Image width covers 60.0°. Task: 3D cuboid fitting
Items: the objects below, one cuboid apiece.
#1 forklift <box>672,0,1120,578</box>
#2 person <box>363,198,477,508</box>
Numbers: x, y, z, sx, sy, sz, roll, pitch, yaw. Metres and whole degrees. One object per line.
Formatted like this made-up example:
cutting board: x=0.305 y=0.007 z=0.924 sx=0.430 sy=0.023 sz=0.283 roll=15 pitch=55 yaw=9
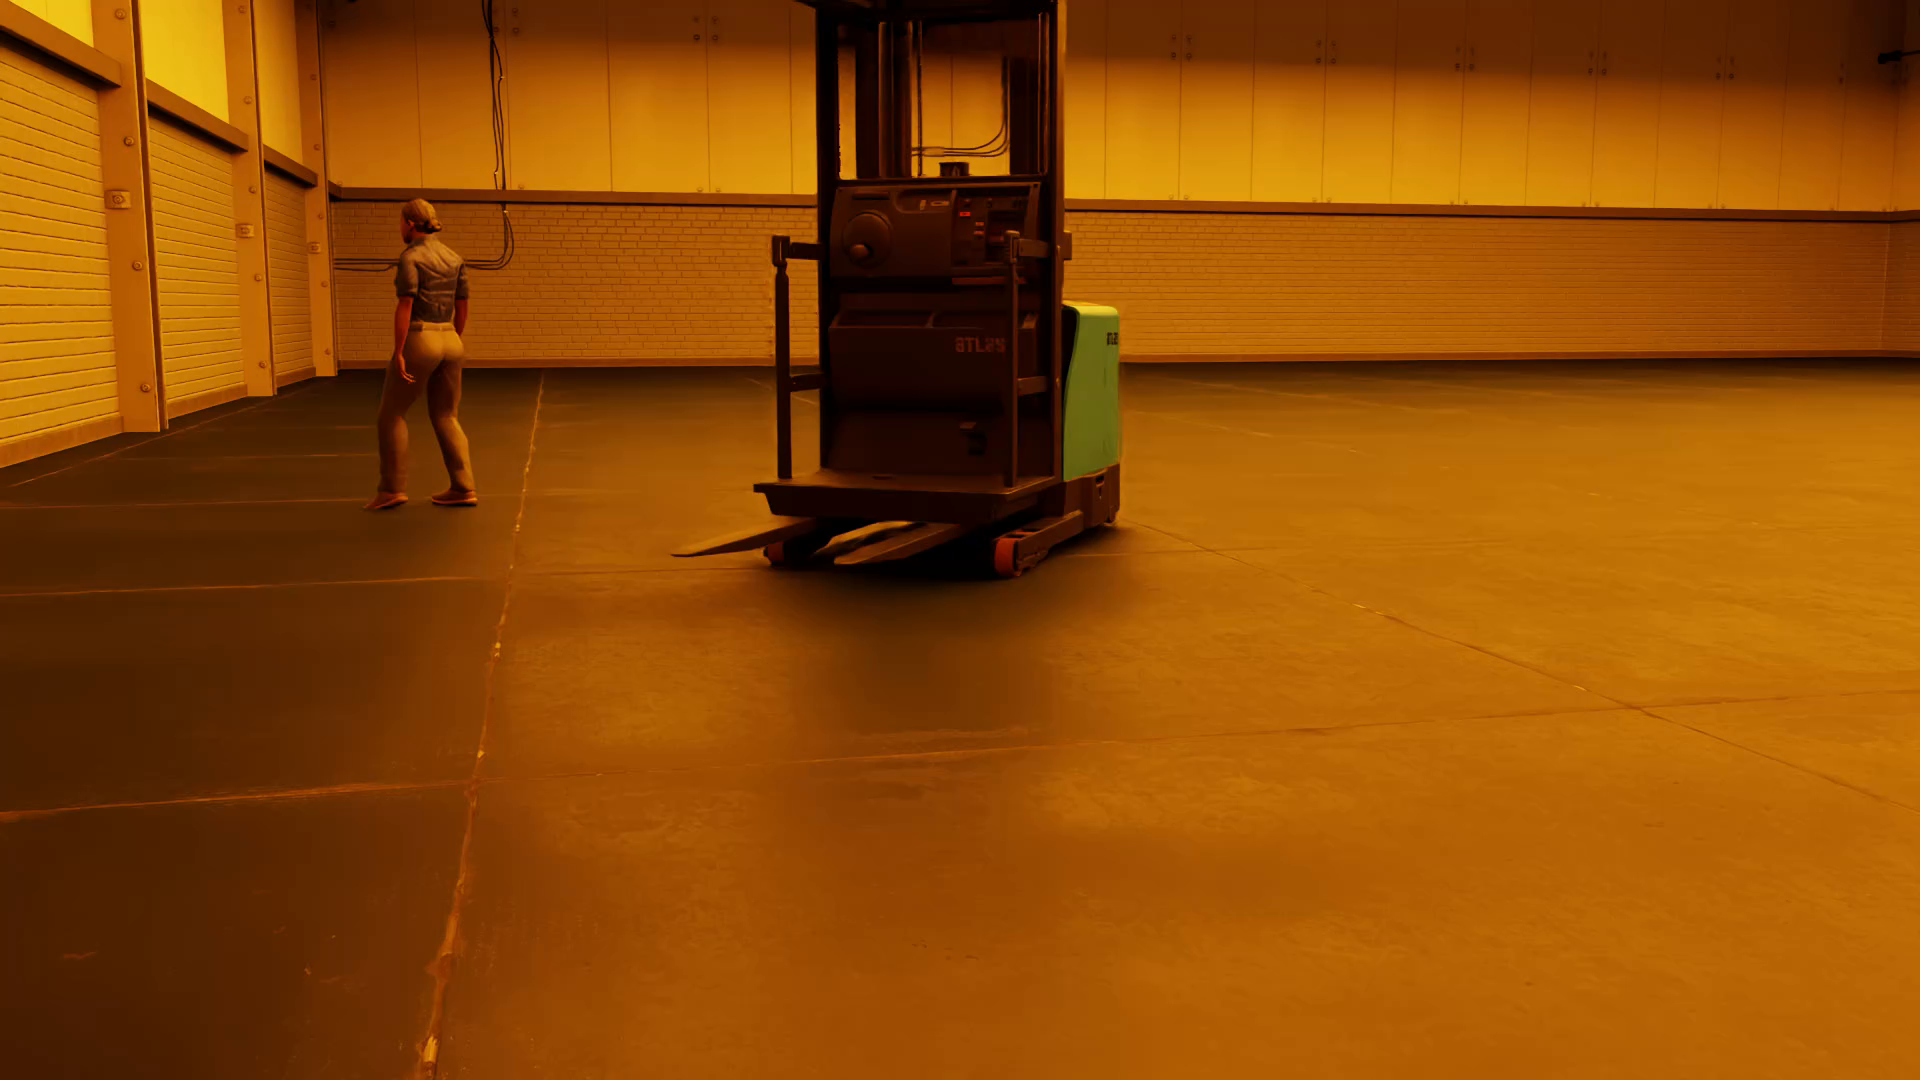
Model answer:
forklift: x=-0.179 y=-1.363 z=6.872 sx=1.130 sy=2.935 sz=3.031 roll=3 pitch=8 yaw=19
person: x=-2.916 y=-0.979 z=8.979 sx=0.517 sy=1.698 sz=0.546 roll=4 pitch=9 yaw=28
